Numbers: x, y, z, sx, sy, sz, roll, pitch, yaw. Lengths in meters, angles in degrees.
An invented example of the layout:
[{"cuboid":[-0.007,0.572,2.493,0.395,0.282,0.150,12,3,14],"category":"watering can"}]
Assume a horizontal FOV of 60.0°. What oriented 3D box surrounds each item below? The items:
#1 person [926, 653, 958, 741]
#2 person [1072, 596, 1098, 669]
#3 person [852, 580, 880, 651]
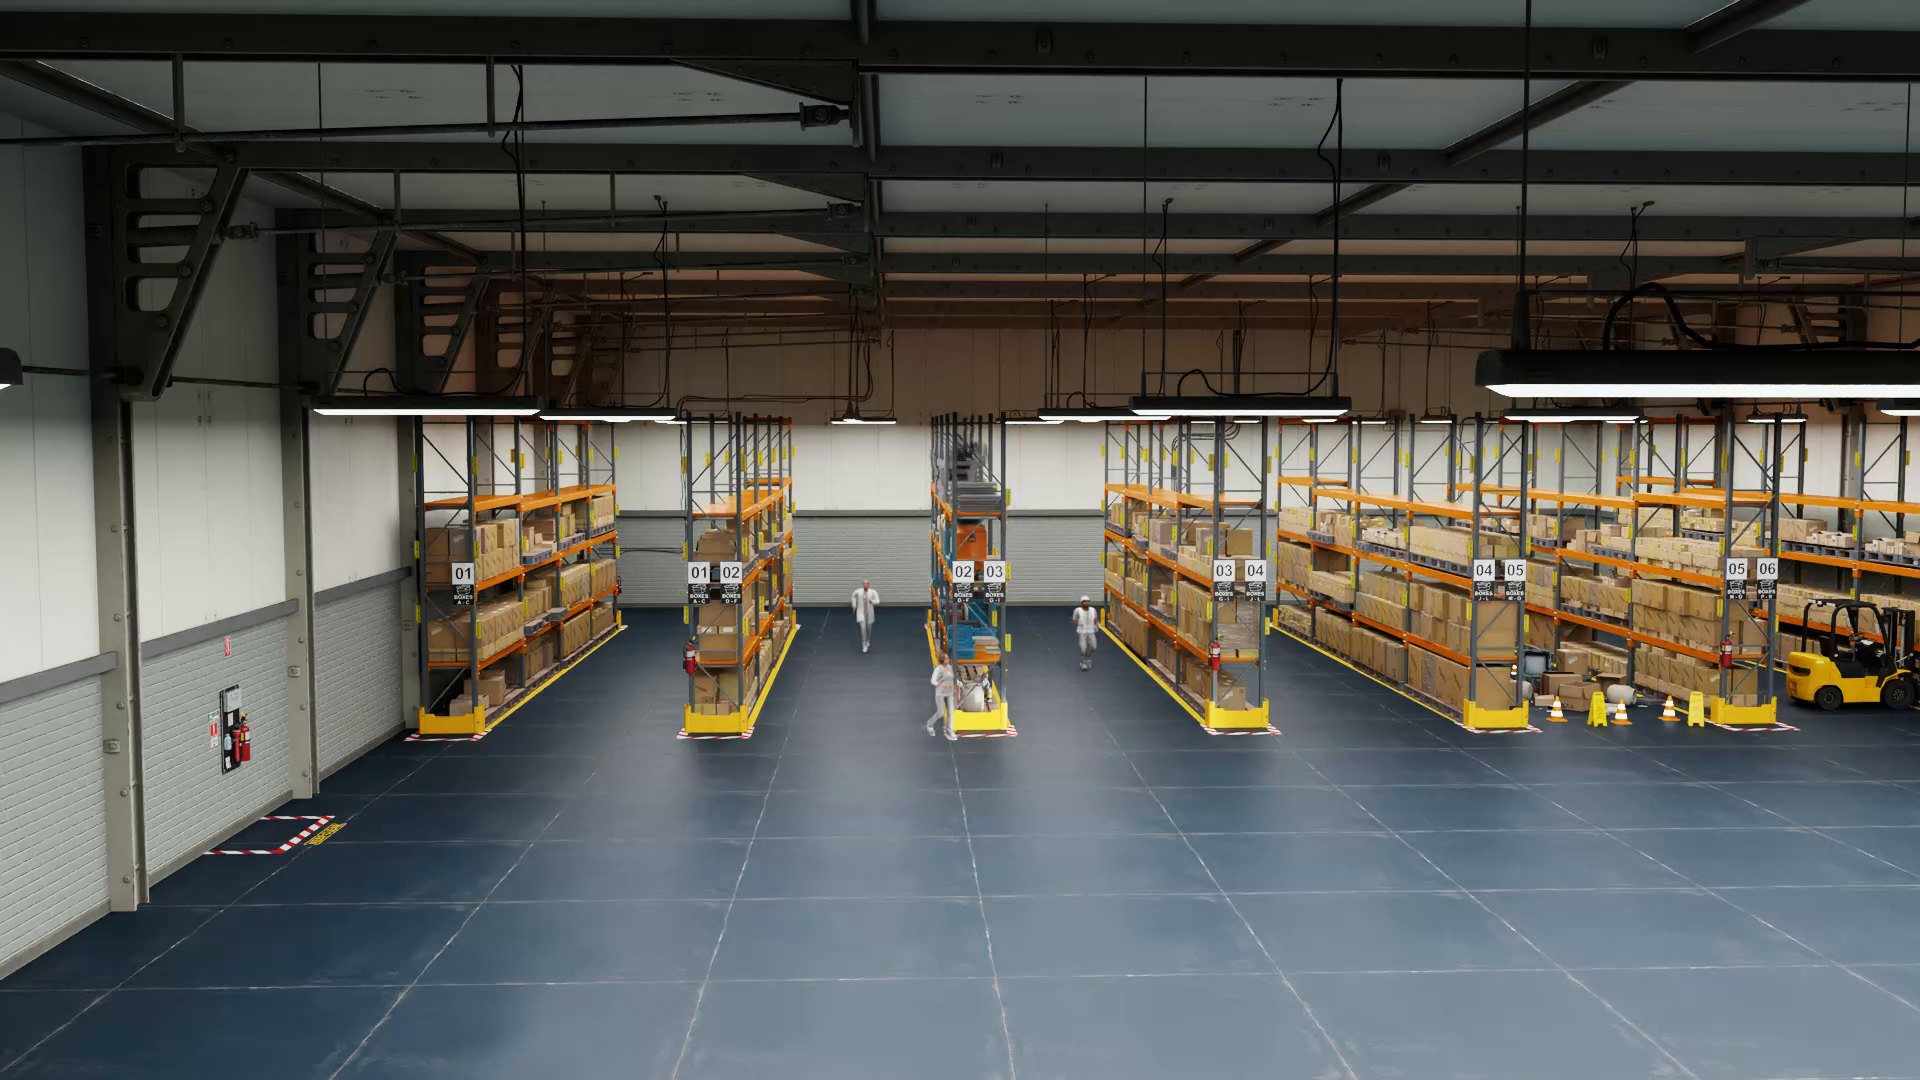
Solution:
[{"cuboid":[-0.307,2.843,30.406,0.561,1.583,0.787,-3,5,-41],"category":"person"},{"cuboid":[2.978,2.183,39.000,0.666,1.739,0.608,-1,4,-11],"category":"person"},{"cuboid":[-2.416,1.900,42.645,0.683,1.789,1.045,-1,4,-7],"category":"person"}]
